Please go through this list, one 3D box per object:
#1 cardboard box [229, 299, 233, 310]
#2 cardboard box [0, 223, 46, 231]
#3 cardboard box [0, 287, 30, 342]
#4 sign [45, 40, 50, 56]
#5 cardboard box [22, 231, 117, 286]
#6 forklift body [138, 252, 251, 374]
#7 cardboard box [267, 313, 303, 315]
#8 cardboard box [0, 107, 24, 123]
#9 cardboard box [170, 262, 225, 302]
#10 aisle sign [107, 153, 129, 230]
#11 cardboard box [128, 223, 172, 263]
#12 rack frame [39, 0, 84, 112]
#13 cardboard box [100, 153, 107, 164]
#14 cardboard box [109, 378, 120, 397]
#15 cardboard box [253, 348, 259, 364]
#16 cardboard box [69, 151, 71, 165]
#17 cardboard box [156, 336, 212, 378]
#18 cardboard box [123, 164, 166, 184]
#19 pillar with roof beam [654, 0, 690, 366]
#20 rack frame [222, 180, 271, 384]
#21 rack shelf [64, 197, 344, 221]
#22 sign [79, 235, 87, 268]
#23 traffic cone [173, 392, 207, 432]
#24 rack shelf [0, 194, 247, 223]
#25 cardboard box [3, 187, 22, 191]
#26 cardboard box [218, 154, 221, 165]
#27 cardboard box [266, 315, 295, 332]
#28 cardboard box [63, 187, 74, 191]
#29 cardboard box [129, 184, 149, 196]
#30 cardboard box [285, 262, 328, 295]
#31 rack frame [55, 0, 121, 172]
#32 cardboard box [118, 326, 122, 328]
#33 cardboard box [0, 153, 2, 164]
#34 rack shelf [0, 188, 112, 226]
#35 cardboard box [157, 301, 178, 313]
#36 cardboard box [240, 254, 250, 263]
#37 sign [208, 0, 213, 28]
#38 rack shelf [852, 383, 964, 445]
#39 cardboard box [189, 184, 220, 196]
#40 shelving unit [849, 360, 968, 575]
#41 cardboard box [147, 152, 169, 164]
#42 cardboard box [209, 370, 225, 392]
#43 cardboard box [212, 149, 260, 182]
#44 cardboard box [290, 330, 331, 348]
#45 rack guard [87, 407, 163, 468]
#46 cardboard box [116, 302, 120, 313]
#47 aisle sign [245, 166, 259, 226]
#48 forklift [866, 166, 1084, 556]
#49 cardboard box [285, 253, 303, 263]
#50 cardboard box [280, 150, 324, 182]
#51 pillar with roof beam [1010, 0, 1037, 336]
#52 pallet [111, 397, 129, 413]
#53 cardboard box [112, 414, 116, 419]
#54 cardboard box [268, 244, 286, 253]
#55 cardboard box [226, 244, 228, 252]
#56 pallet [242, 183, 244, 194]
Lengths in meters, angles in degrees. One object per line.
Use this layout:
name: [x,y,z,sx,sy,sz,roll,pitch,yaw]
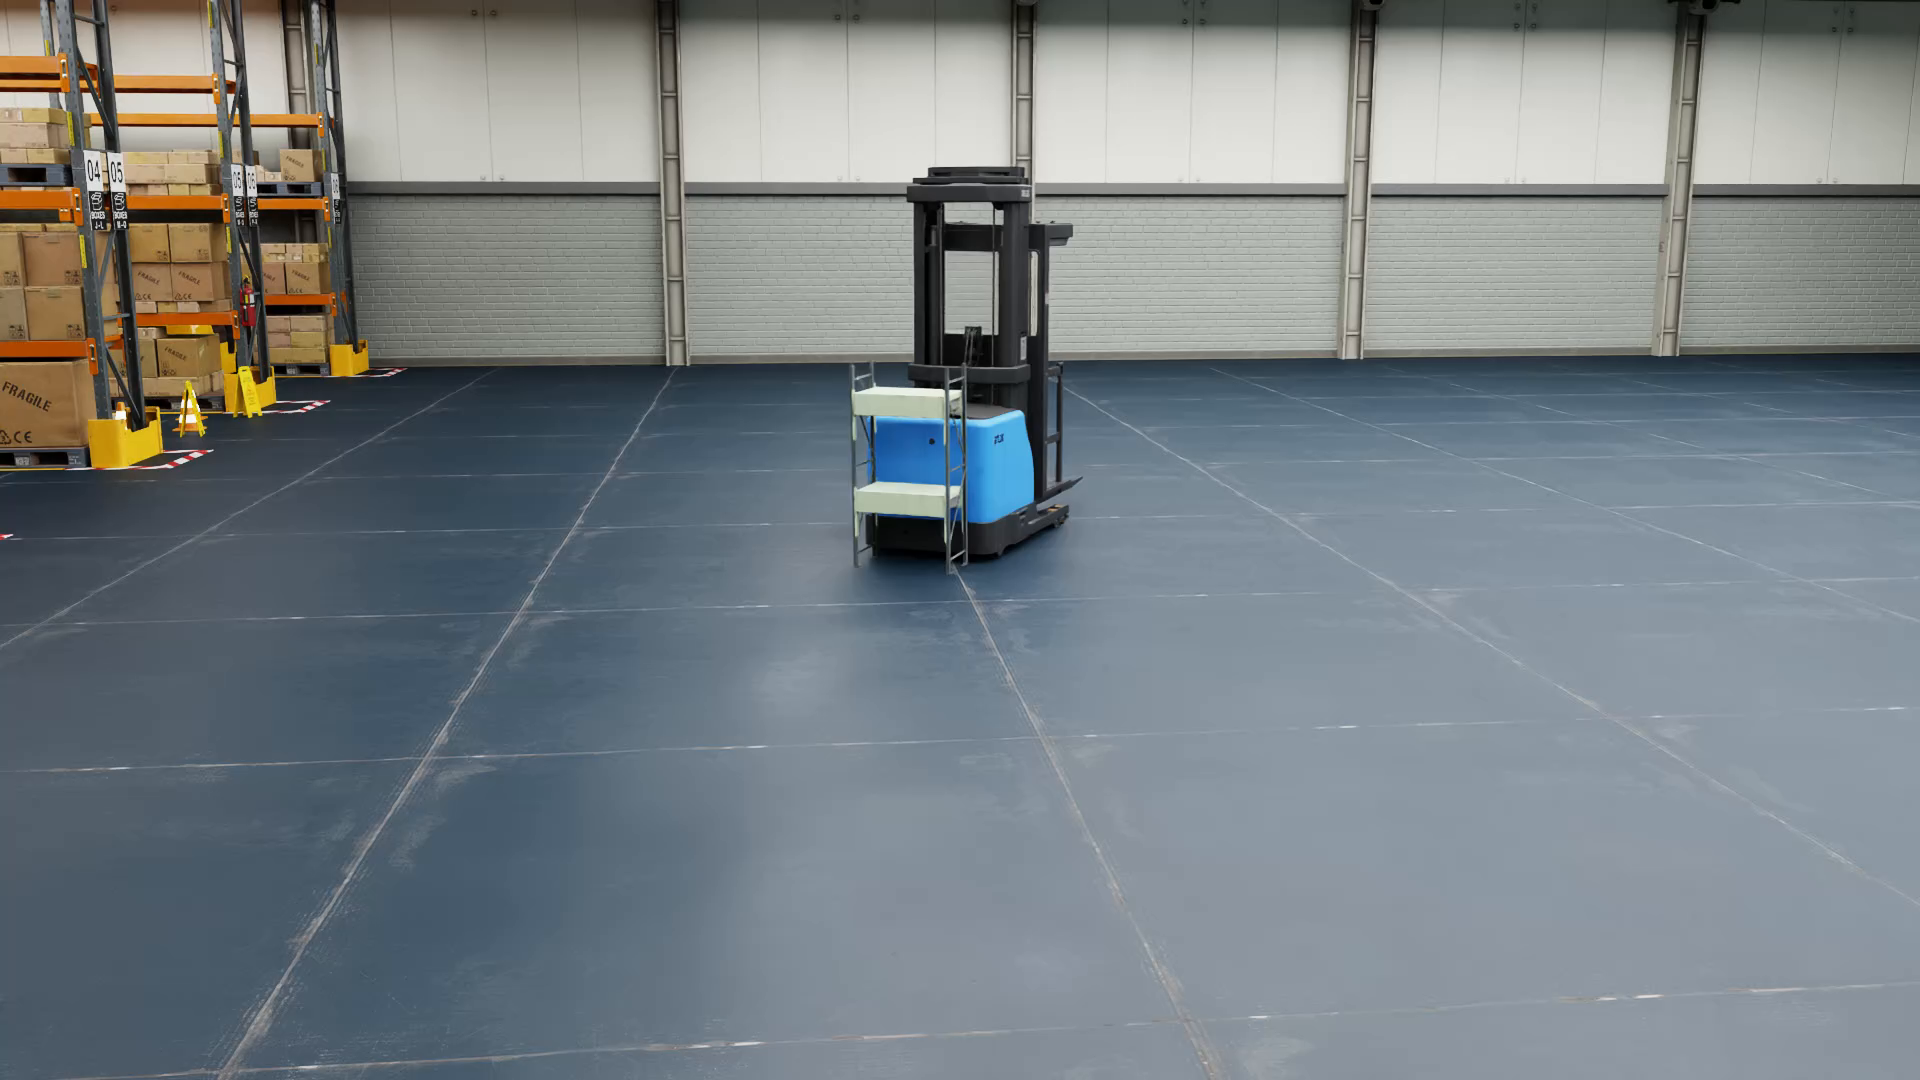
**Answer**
cardboard box: [-9.875,-3.182,22.428,0.250,0.149,0.380,-1,11,-6]
cardboard box: [-12.018,-3.854,21.574,0.500,0.500,0.700,-1,11,-7]
cardboard box: [-9.788,-2.367,17.242,0.550,0.550,0.875,-1,11,-6]
sign: [-13.961,-7.478,25.451,0.005,0.325,0.100,-1,11,-6]
cardboard box: [-9.253,-2.928,17.300,0.550,0.550,0.875,-1,11,-6]
forklift body: [-11.743,-3.418,25.181,1.214,2.155,2.313,-1,11,-6]
cardboard box: [-11.049,-3.587,27.285,0.500,0.250,0.500,-1,11,-6]
cardboard box: [-9.427,-4.243,16.636,0.250,0.149,0.380,-1,11,-6]
cardboard box: [-10.025,-3.403,21.873,0.500,0.500,0.500,-1,11,-7]
aisle sign: [-8.842,-3.660,17.469,0.004,0.787,0.394,-1,11,-6]
cardboard box: [-10.503,-3.896,21.790,0.500,0.500,0.700,-1,11,-6]
rack frame: [-14.031,-7.085,26.077,0.127,3.000,1.000,-1,11,-6]
cardboard box: [-11.096,-4.942,21.539,0.250,0.149,0.380,-2,11,-8]
cardboard box: [-11.325,-2.040,22.006,0.500,0.250,0.500,-2,11,-8]
cardboard box: [-11.481,-2.994,26.858,0.500,0.250,0.500,-1,11,-5]
cardboard box: [-9.255,-3.983,17.381,0.250,0.149,0.380,-1,11,-6]
cardboard box: [-10.283,-2.431,22.051,0.500,0.500,0.500,-1,11,-6]
cardboard box: [-10.496,-4.747,21.578,0.500,0.250,0.500,-1,11,-7]
pillar with roof beam: [-4.414,-6.626,23.742,0.548,9.000,9.100,-1,11,-6]
rack frame: [-9.515,-3.272,22.238,0.127,3.000,1.000,-1,11,-6]
rack shelf: [-12.043,-5.301,26.648,4.000,0.370,1.077,-1,11,-6]
sign: [-8.835,-2.905,16.755,0.005,0.325,0.100,-1,11,-6]
traffic cone: [-9.345,-1.566,20.132,0.334,0.463,0.336,-1,11,-6]
rack shelf: [-11.503,-4.350,21.806,4.000,0.370,1.077,-1,11,-6]
cardboard box: [-12.134,-4.519,21.455,0.250,0.149,0.380,-2,11,-8]
cardboard box: [-9.890,-5.044,22.057,0.250,0.149,0.380,-1,11,-6]
cardboard box: [-10.986,-3.491,26.795,0.500,0.250,0.500,-1,11,-5]
cardboard box: [-11.362,-4.519,21.456,0.250,0.149,0.380,-1,11,-7]
cardboard box: [-10.610,-4.557,21.647,0.250,0.149,0.380,-1,11,-6]
cardboard box: [-10.516,-4.213,26.761,0.500,0.500,0.500,-1,11,-7]
rack frame: [-8.880,-5.269,16.841,0.127,3.000,1.000,-1,11,-6]
cardboard box: [-11.153,-2.719,21.834,0.250,0.149,0.380,-1,11,-4]
cardboard box: [-9.680,-3.846,16.685,0.250,0.149,0.380,-1,11,-5]
rack shelf: [-10.868,-3.402,16.988,4.000,0.370,1.077,-1,11,-6]
cardboard box: [-10.361,-3.073,21.872,0.250,0.149,0.380,-1,11,-7]
cardboard box: [-11.393,-4.508,26.584,0.250,0.149,0.380,-2,11,-8]
sign: [-9.475,-6.645,21.010,0.005,0.325,0.100,-1,11,-6]
rack shelf: [-0.374,-0.924,12.132,0.720,0.370,0.431,4,13,20]
cardboard box: [-9.839,-4.560,21.662,0.250,0.149,0.380,-1,11,-6]
shelving unit: [-0.371,-0.543,12.215,0.755,1.500,0.431,4,13,20]
cardboard box: [-10.332,-4.942,21.537,0.250,0.149,0.380,-1,11,-7]
cardboard box: [-10.347,-2.166,22.647,0.500,0.250,0.500,-1,11,-7]
cardboard box: [-11.497,-5.942,26.435,0.500,0.500,0.700,-1,11,-6]
cardboard box: [-10.505,-3.256,26.899,0.500,0.250,0.500,-1,11,-7]
rack guard: [-8.856,-1.099,17.664,0.348,0.500,1.175,-1,11,-6]
cardboard box: [-11.128,-3.060,21.810,0.250,0.149,0.380,-1,11,-7]
aisle sign: [-9.487,-4.609,22.296,0.004,0.787,0.394,-1,11,-6]
forklift: [0.276,-1.560,13.705,1.130,2.935,3.031,4,12,21]
cardboard box: [-10.620,-4.520,26.641,0.250,0.149,0.380,-1,11,-5]
cardboard box: [-10.468,-5.944,26.446,0.500,0.500,0.500,-1,11,-4]
pillar with roof beam: [1.550,-6.751,24.378,0.548,9.000,9.100,-1,11,-6]
pallet: [-11.612,-1.868,22.321,1.213,0.211,1.003,-1,11,-6]
cardboard box: [-10.599,-1.459,20.404,0.250,0.149,0.380,5,12,23]
cardboard box: [-10.887,-4.668,26.624,0.250,0.149,0.380,-1,11,-5]
cardboard box: [-11.646,-4.644,26.502,0.250,0.149,0.380,-1,11,-5]
pallet: [-11.976,-5.617,26.617,1.213,0.211,1.003,-1,11,-6]
